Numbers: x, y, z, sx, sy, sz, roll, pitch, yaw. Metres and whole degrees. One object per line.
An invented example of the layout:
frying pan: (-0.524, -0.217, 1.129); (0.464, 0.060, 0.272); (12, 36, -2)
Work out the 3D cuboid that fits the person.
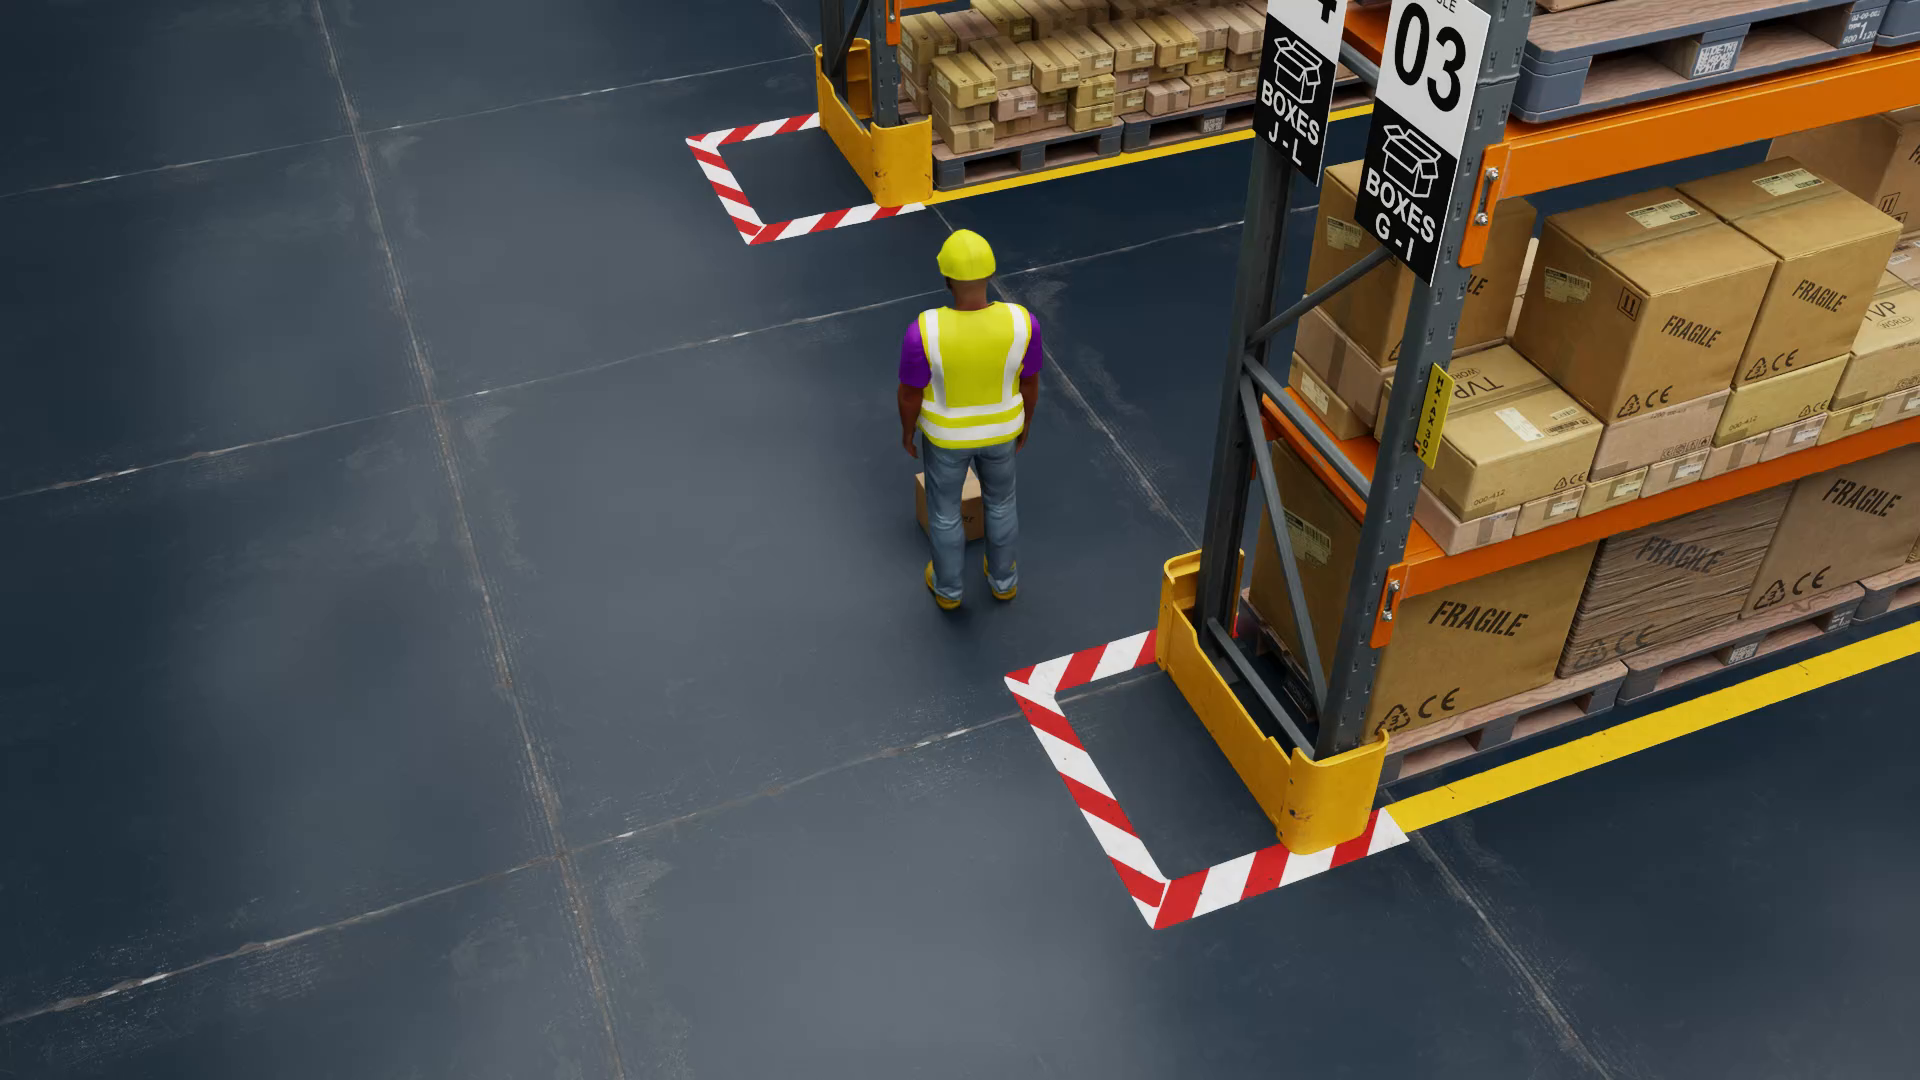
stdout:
person: (0.032, -0.457, 6.662); (0.565, 1.760, 0.365); (-7, 42, -8)
